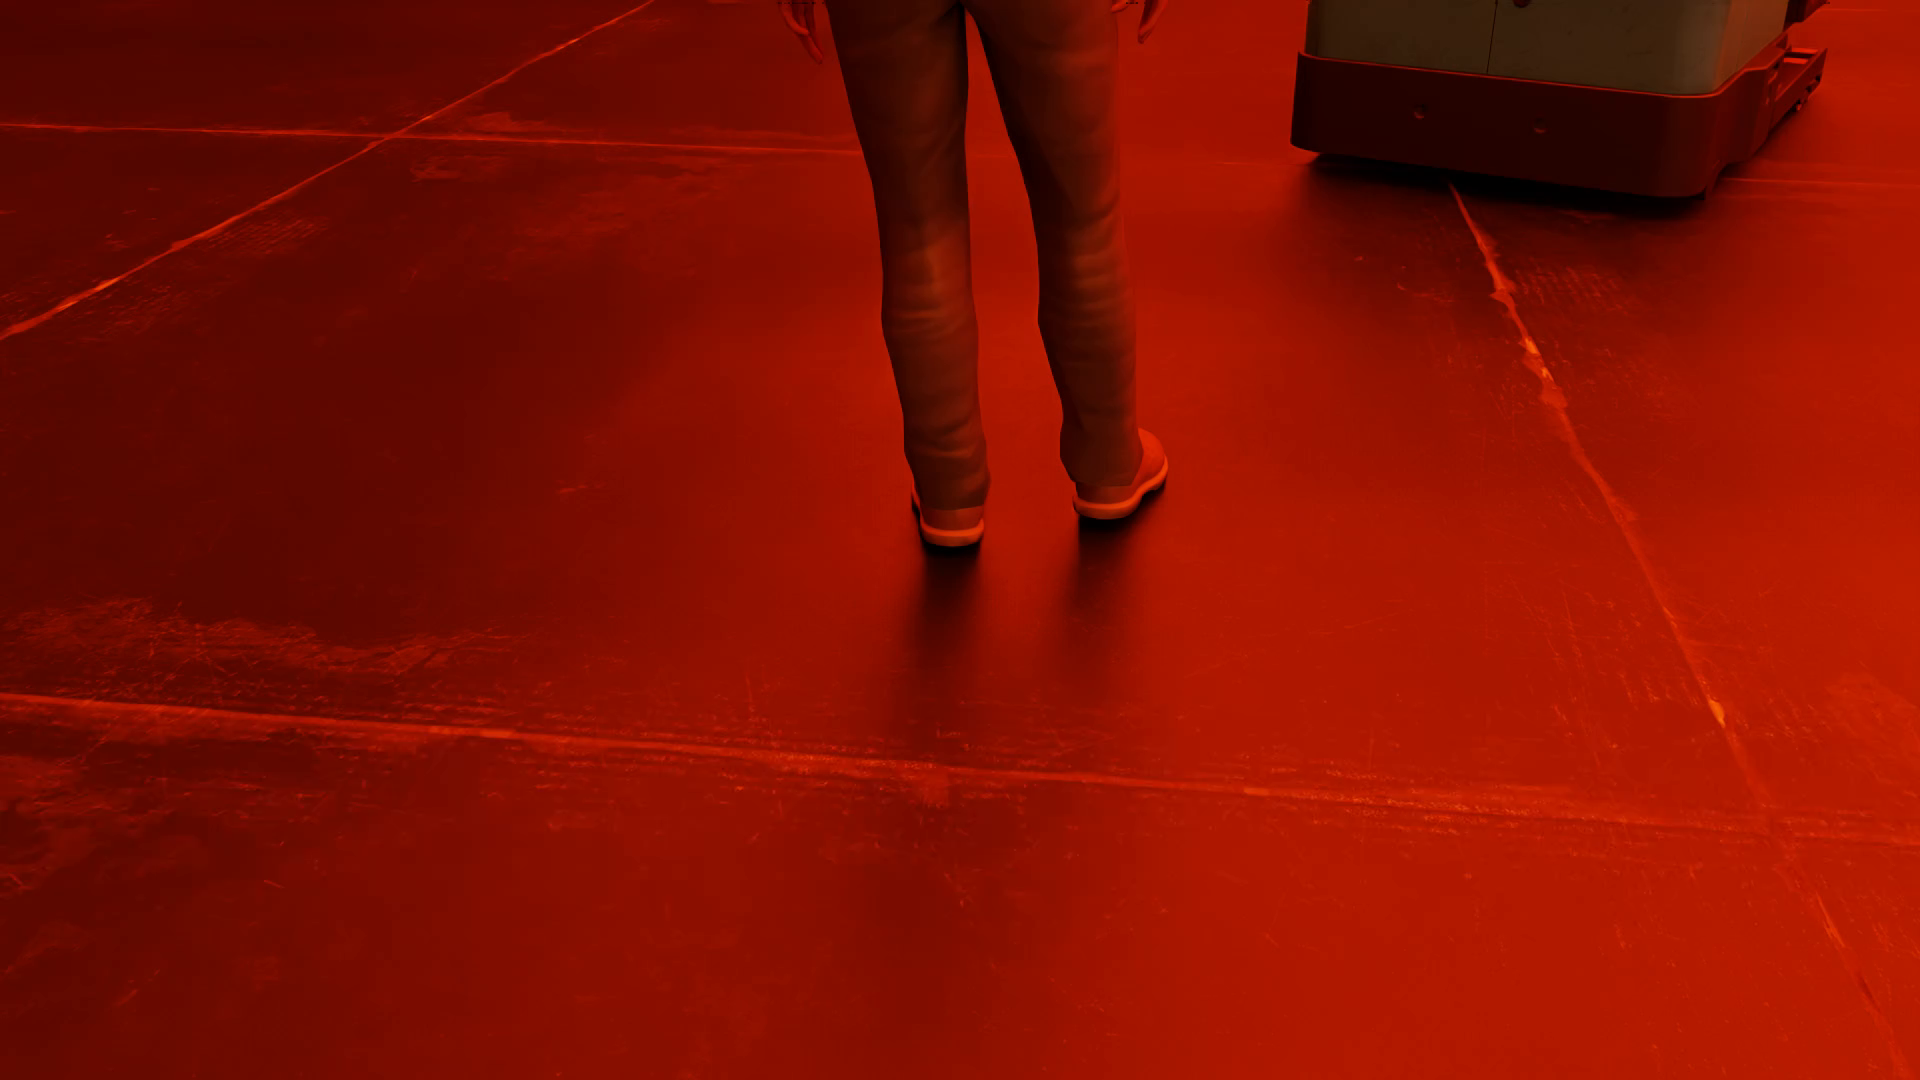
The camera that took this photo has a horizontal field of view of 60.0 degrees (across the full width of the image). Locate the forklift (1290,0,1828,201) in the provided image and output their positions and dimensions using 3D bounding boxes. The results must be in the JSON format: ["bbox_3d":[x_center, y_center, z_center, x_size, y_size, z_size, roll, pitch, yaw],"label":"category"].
[{"bbox_3d":[2.108,-2.742,4.714,1.130,2.935,3.031,16,31,29],"label":"forklift"}]

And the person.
[{"bbox_3d":[0.031,-0.784,2.203,0.570,1.656,0.503,3,27,7],"label":"person"}]
